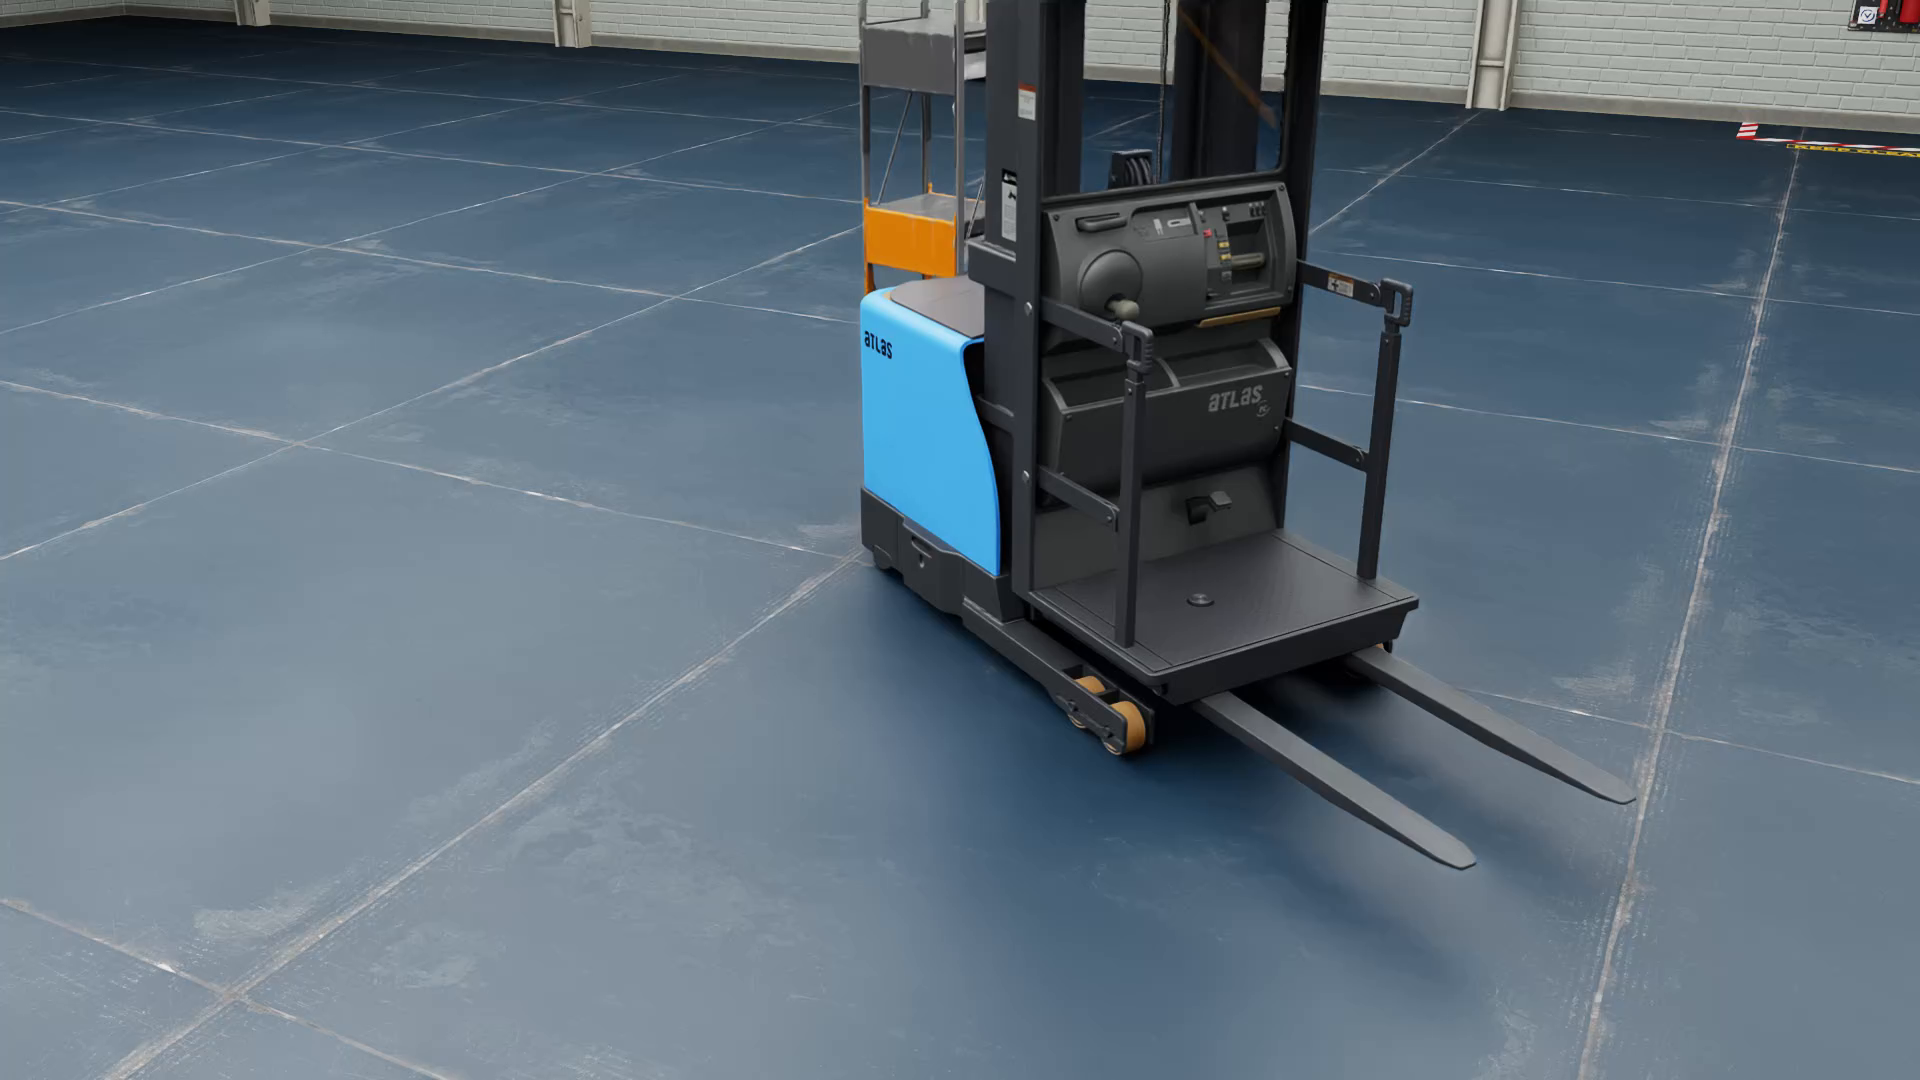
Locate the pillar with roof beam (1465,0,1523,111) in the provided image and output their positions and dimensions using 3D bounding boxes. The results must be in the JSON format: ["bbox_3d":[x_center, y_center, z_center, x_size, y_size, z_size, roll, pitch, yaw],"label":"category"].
[{"bbox_3d":[3.575,-7.164,12.098,0.400,9.000,9.100,11,25,25],"label":"pillar with roof beam"}]

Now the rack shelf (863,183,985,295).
[{"bbox_3d":[-0.071,-1.129,6.756,0.480,0.518,0.431,18,29,36],"label":"rack shelf"}]

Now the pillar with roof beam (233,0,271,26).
[{"bbox_3d":[-12.488,-10.343,19.572,0.400,9.000,9.100,11,25,25],"label":"pillar with roof beam"}]

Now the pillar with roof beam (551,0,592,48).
[{"bbox_3d":[-7.134,-9.283,17.081,0.400,9.000,9.100,11,25,25],"label":"pillar with roof beam"}]

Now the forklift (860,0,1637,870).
[{"bbox_3d":[0.793,-0.886,5.088,1.130,2.935,3.031,-13,26,-28],"label":"forklift"}]

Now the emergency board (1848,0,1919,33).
[{"bbox_3d":[8.684,-5.297,15.374,0.643,1.169,0.194,11,25,25],"label":"emergency board"}]

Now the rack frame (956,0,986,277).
[{"bbox_3d":[0.117,-1.080,6.607,0.015,2.100,0.400,18,29,36],"label":"rack frame"}]

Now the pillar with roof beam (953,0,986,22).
[{"bbox_3d":[-1.779,-8.224,14.589,0.400,9.000,9.100,11,25,25],"label":"pillar with roof beam"}]

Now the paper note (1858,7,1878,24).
[{"bbox_3d":[8.557,-4.947,15.676,0.142,0.148,0.016,11,25,25],"label":"paper note"}]

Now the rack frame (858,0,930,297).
[{"bbox_3d":[-0.259,-1.202,6.894,0.015,2.100,0.400,18,29,36],"label":"rack frame"}]

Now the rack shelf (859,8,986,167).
[{"bbox_3d":[-0.071,-1.773,6.482,0.480,0.518,0.431,18,29,36],"label":"rack shelf"}]

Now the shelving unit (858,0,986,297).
[{"bbox_3d":[-0.071,-1.141,6.751,0.503,2.100,0.431,18,29,36],"label":"shelving unit"}]
